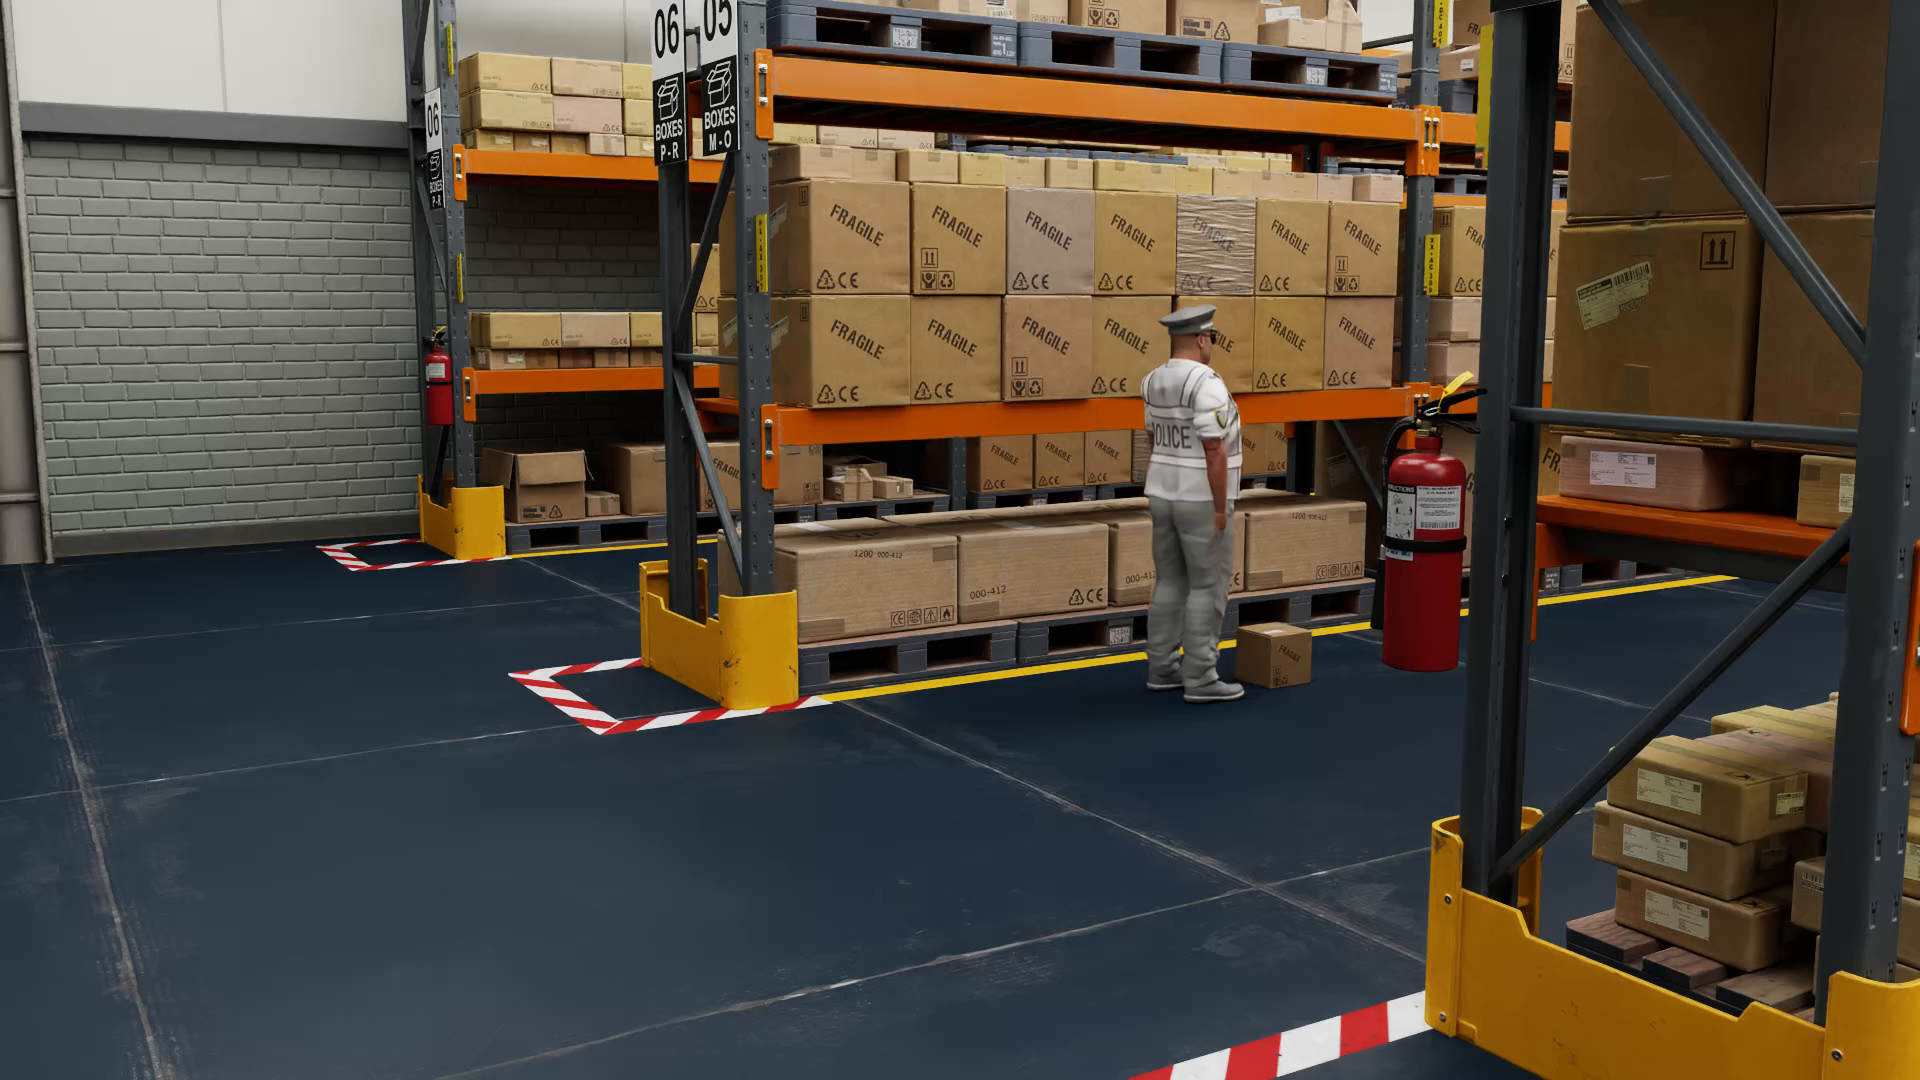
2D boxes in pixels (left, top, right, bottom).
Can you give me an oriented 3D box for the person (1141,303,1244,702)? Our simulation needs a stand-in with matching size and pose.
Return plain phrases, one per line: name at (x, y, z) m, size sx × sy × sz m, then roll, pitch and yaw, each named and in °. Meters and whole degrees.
person at (1.046, -0.168, 7.464) m, size 0.394 × 1.759 × 0.527 m, roll -5°, pitch 9°, yaw -30°
